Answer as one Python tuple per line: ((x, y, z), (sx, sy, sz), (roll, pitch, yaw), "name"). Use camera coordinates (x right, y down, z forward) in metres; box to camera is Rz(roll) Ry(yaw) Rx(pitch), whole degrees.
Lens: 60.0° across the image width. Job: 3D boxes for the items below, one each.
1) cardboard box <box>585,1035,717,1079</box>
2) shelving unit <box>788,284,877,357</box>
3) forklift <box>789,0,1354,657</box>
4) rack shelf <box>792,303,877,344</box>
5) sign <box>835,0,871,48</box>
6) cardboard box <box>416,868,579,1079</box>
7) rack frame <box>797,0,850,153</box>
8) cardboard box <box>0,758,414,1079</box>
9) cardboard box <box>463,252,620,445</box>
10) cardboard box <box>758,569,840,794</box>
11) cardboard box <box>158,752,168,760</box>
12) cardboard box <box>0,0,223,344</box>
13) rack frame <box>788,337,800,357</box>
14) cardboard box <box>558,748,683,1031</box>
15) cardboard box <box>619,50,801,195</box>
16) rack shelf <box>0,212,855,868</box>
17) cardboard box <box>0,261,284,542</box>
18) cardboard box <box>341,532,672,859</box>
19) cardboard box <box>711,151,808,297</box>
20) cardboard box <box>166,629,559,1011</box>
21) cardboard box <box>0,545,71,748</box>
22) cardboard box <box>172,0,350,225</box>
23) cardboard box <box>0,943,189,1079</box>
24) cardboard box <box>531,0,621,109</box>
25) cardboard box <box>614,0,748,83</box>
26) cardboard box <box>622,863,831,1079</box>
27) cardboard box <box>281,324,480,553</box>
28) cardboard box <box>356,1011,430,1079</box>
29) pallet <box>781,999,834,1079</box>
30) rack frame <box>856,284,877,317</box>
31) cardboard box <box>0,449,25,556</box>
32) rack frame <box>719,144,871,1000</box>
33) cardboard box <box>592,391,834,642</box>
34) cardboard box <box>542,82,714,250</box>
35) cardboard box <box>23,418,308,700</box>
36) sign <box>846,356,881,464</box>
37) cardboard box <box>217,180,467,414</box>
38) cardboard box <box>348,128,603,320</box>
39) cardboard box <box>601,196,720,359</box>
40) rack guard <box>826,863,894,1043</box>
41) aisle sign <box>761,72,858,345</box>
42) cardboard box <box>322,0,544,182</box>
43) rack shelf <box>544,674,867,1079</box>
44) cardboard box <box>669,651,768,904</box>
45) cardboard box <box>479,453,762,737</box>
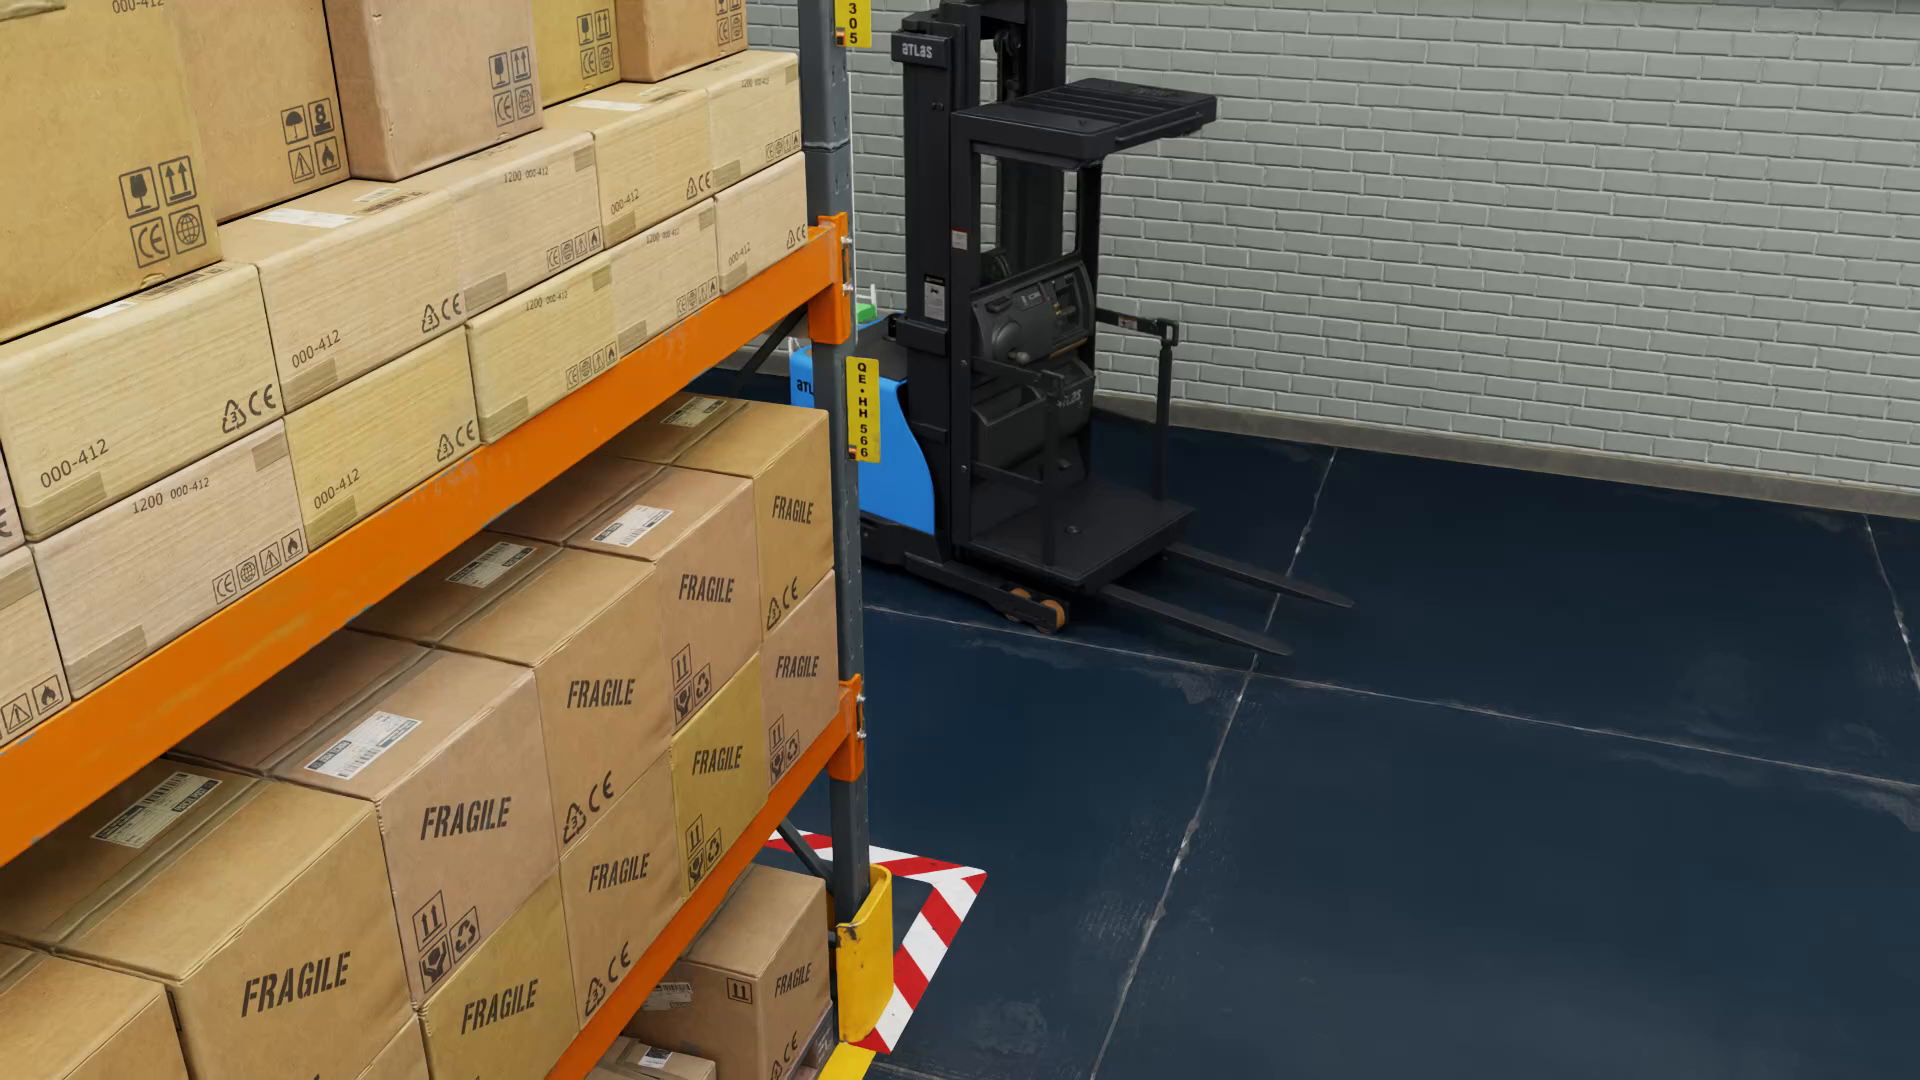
((-0.969, 1.682, 5.079), (0.380, 0.166, 0.250), (9, 27, 17), "cardboard box")
((-0.705, -0.849, 9.612), (0.258, 1.200, 0.503), (15, 29, 34), "shelving unit")
((0.537, -1.114, 8.187), (3.031, 2.935, 1.130), (19, 32, 34), "forklift")
((-0.722, -1.228, 9.442), (0.258, 0.148, 0.480), (15, 29, 34), "rack shelf")
((-0.284, -1.467, 4.380), (0.100, 0.325, 0.005), (9, 27, 17), "sign")
((-1.202, 0.996, 3.636), (0.500, 0.500, 0.500), (8, 27, 17), "cardboard box")
((-0.801, -2.507, 4.103), (1.000, 3.000, 0.127), (9, 27, 17), "rack frame")
((-1.367, 0.765, 2.965), (0.500, 0.500, 0.500), (8, 27, 16), "cardboard box")
((-1.054, -0.429, 3.425), (0.500, 0.250, 0.500), (9, 27, 17), "cardboard box")
((-0.693, 0.371, 4.926), (0.500, 0.500, 0.500), (10, 27, 19), "cardboard box")
((-1.703, 0.472, 3.572), (0.500, 0.500, 0.500), (8, 27, 17), "cardboard box")
((-1.546, -0.605, 2.354), (0.700, 0.500, 0.500), (9, 27, 17), "cardboard box")
((-0.850, -0.763, 9.435), (0.240, 1.200, 0.015), (15, 29, 34), "rack frame")
((-1.034, 0.789, 4.063), (0.500, 0.500, 0.500), (9, 27, 18), "cardboard box")
((-0.732, -1.067, 4.168), (0.500, 0.250, 0.500), (9, 27, 17), "cardboard box")
((-1.467, -0.012, 3.215), (1.077, 0.370, 4.000), (9, 27, 17), "rack shelf")
((-1.394, -0.244, 2.469), (0.500, 0.250, 0.500), (9, 27, 17), "cardboard box")
((-1.025, 0.342, 3.840), (0.500, 0.500, 0.500), (10, 27, 19), "cardboard box")
((-0.723, -0.840, 4.274), (0.500, 0.250, 0.500), (9, 27, 17), "cardboard box")
((-1.196, 0.553, 3.404), (0.500, 0.500, 0.500), (10, 27, 19), "cardboard box")
((-1.567, 0.185, 2.156), (0.500, 0.250, 0.500), (9, 27, 17), "cardboard box")
((-1.523, -0.833, 2.824), (0.700, 0.500, 0.500), (9, 27, 17), "cardboard box")
((-1.539, 0.977, 2.529), (0.500, 0.500, 0.500), (8, 27, 16), "cardboard box")
((-1.203, -1.246, 3.677), (0.700, 0.500, 0.500), (9, 27, 17), "cardboard box")
((-0.957, -1.439, 4.076), (0.700, 0.500, 0.500), (9, 27, 17), "cardboard box")
((-0.750, 1.379, 5.323), (0.500, 0.500, 0.500), (9, 27, 17), "cardboard box")
((-1.236, -0.226, 3.005), (0.500, 0.250, 0.500), (9, 27, 17), "cardboard box")
((-1.370, 1.205, 3.204), (0.500, 0.500, 0.500), (9, 27, 17), "cardboard box")
((-1.091, 1.807, 5.276), (1.003, 0.211, 1.213), (9, 27, 17), "pallet")
((-0.561, -0.935, 9.789), (0.240, 1.200, 0.015), (15, 29, 34), "rack frame")
((-1.571, -0.041, 2.048), (0.500, 0.250, 0.500), (9, 27, 17), "cardboard box")
((-0.801, 0.193, 5.410), (1.000, 3.000, 0.127), (9, 27, 17), "rack frame")
((-0.690, -0.080, 4.710), (0.500, 0.500, 0.500), (9, 27, 17), "cardboard box")
((-0.898, -0.861, 3.743), (0.500, 0.250, 0.500), (9, 27, 17), "cardboard box")
((-1.399, -0.020, 2.580), (0.500, 0.250, 0.500), (9, 27, 17), "cardboard box")
((-0.284, -0.382, 4.905), (0.100, 0.325, 0.005), (9, 27, 17), "sign")
((-1.228, -0.450, 2.893), (0.500, 0.250, 0.500), (9, 27, 17), "cardboard box")
((-1.068, -0.656, 3.320), (0.500, 0.250, 0.500), (9, 27, 17), "cardboard box")
((-0.900, -0.637, 3.853), (0.500, 0.250, 0.500), (9, 27, 17), "cardboard box")
((-0.826, 1.349, 5.890), (1.175, 0.500, 0.348), (9, 27, 17), "rack guard")
((-0.489, -0.961, 4.810), (0.394, 0.787, 0.004), (9, 27, 17), "aisle sign")
((-1.268, -1.025, 3.220), (0.700, 0.500, 0.500), (9, 27, 17), "cardboard box")
((-1.467, 1.338, 3.869), (1.077, 0.370, 4.000), (9, 27, 17), "rack shelf")
((-0.863, 0.585, 4.485), (0.500, 0.500, 0.500), (9, 27, 18), "cardboard box")
((-0.857, 0.128, 4.281), (0.500, 0.500, 0.500), (10, 27, 19), "cardboard box")
